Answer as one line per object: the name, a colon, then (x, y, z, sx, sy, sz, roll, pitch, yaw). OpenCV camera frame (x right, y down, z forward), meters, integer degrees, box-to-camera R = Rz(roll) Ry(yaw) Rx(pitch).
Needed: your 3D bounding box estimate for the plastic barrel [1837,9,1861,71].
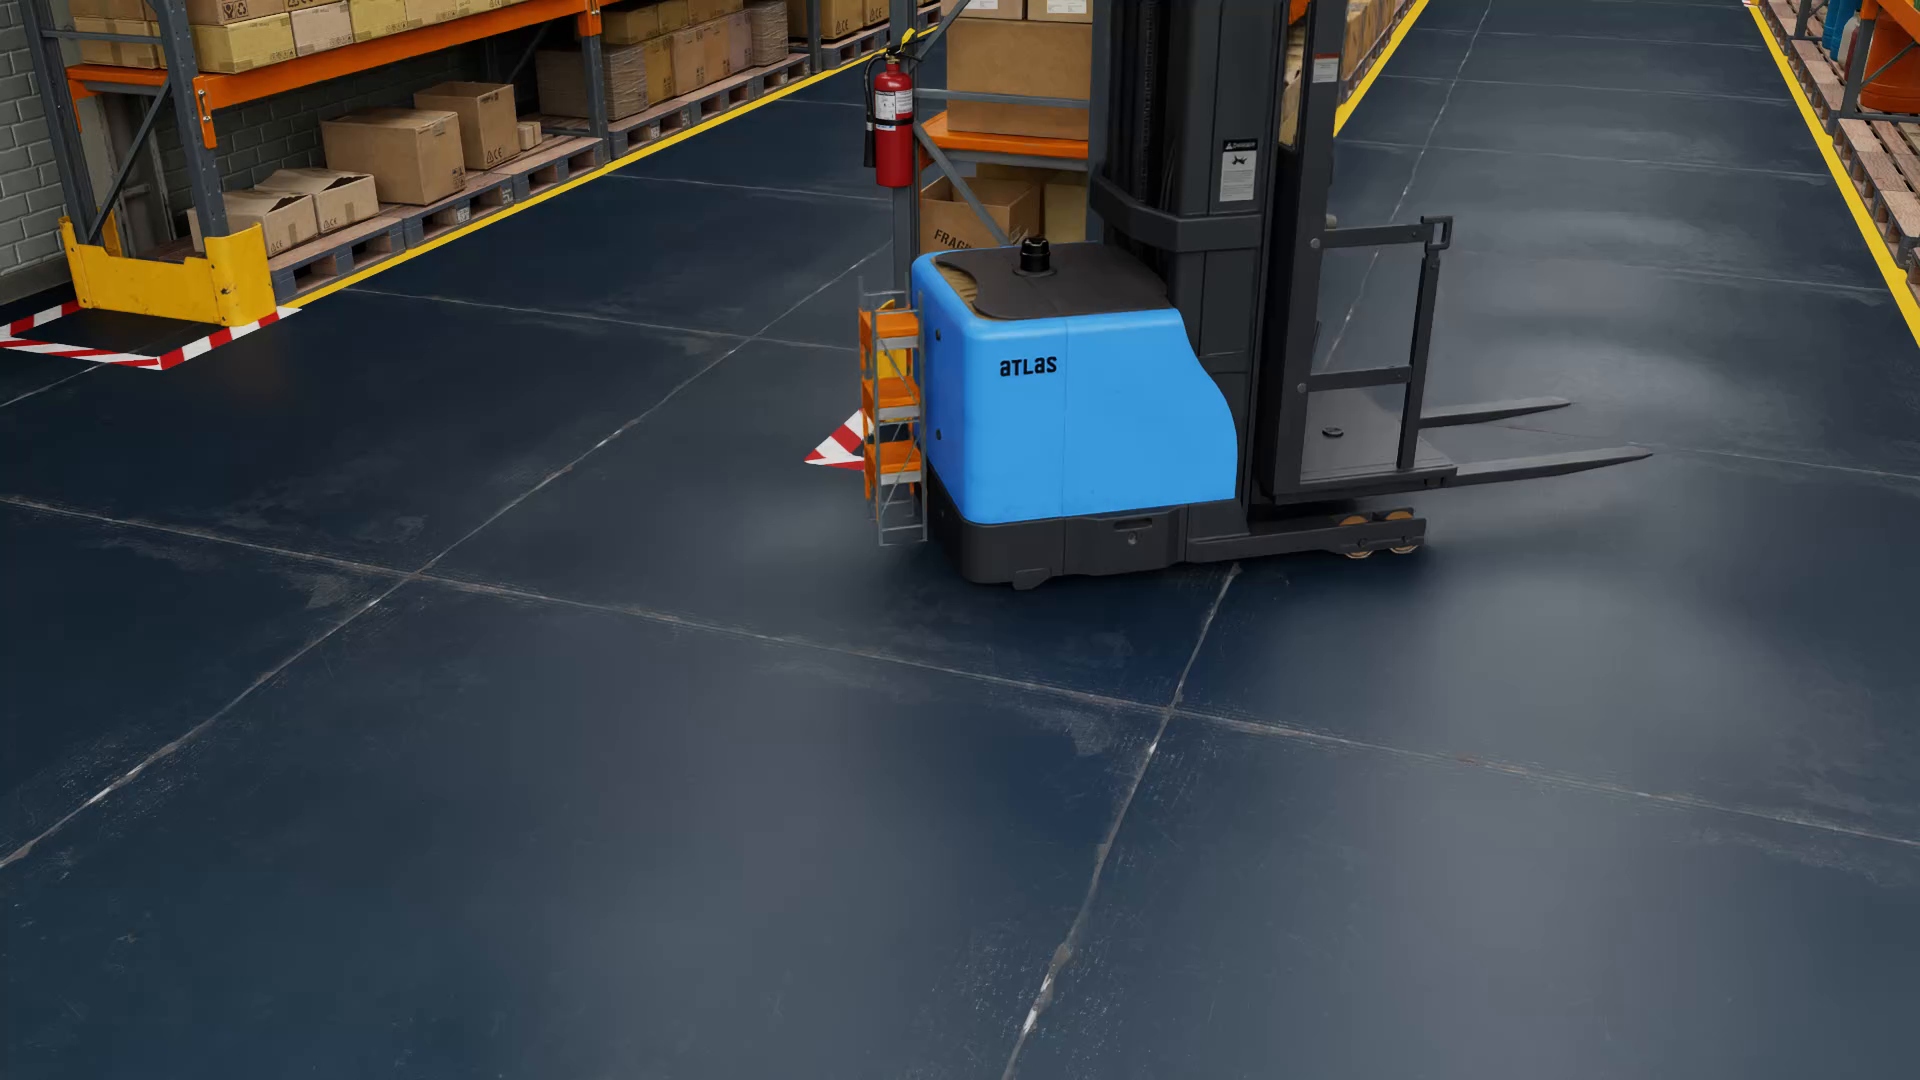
plastic barrel: (8.141, -4.476, 14.925, 0.421, 0.512, 0.421, 0, 26, 0)

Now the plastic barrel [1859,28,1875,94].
plastic barrel: (7.765, -4.012, 13.967, 0.421, 0.512, 0.421, 0, 26, 0)

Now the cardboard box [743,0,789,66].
cardboard box: (-2.018, -4.700, 15.379, 0.700, 0.500, 0.500, 9, 27, 18)

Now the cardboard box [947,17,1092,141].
cardboard box: (0.351, -2.161, 7.657, 0.700, 0.500, 0.500, 9, 27, 17)

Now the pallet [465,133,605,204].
pallet: (-3.349, -2.751, 12.189, 1.003, 0.211, 1.213, 9, 27, 17)

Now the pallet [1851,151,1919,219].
pallet: (6.813, -2.427, 11.519, 1.003, 0.211, 1.213, 9, 27, 17)

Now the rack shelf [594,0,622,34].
rack shelf: (-2.493, -4.785, 14.016, 1.077, 0.370, 4.000, 9, 27, 17)

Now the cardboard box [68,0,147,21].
cardboard box: (-4.533, -3.147, 9.096, 0.500, 0.500, 0.500, 8, 27, 17)

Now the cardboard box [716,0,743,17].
cardboard box: (-2.267, -4.813, 14.751, 0.500, 0.250, 0.500, 9, 27, 18)

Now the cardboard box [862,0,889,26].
cardboard box: (-1.161, -5.794, 17.260, 0.750, 0.750, 0.750, 9, 27, 17)

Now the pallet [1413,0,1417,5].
pallet: (5.218, -6.887, 20.733, 1.003, 0.211, 1.213, 9, 27, 17)

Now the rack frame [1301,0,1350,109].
rack frame: (2.845, -5.214, 14.076, 1.000, 3.000, 0.127, 9, 27, 17)

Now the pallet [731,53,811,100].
pallet: (-2.089, -4.355, 15.502, 1.003, 0.211, 1.213, 9, 27, 17)

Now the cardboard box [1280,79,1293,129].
cardboard box: (2.058, -3.113, 11.766, 0.500, 0.311, 0.500, 8, 27, 17)

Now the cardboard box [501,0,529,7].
cardboard box: (-3.204, -3.786, 11.277, 0.500, 0.250, 0.500, 9, 27, 18)

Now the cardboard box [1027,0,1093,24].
cardboard box: (0.517, -2.393, 7.392, 0.380, 0.149, 0.250, 9, 27, 17)

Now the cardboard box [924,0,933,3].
cardboard box: (-0.590, -6.510, 18.738, 0.750, 0.750, 0.750, 9, 27, 18)

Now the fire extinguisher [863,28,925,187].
fire extinguisher: (-0.294, -1.910, 7.342, 0.296, 0.674, 0.183, 9, 27, 17)

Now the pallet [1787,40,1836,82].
pallet: (8.550, -4.572, 15.950, 1.003, 0.211, 1.213, 9, 27, 17)

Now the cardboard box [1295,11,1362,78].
cardboard box: (3.266, -4.432, 14.826, 0.500, 0.500, 0.500, 10, 28, 20)

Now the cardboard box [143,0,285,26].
cardboard box: (-4.047, -3.075, 8.947, 0.500, 0.500, 0.500, 9, 27, 18)

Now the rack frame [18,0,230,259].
rack frame: (-4.489, -2.643, 8.767, 1.000, 3.000, 0.127, 9, 27, 17)

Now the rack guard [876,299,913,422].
rack guard: (0.175, -0.791, 7.811, 1.175, 0.500, 0.348, 9, 27, 17)

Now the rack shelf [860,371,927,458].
rack shelf: (-0.264, -0.499, 6.598, 0.215, 0.259, 0.240, -7, 27, -12)

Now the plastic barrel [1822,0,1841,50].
plastic barrel: (8.649, -5.161, 15.894, 0.600, 0.901, 0.708, 9, 27, 17)

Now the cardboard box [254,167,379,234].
cardboard box: (-3.985, -2.136, 10.301, 0.500, 0.311, 0.500, 11, 28, 22)

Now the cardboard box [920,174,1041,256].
cardboard box: (0.081, -1.479, 8.175, 0.500, 0.500, 0.500, 9, 27, 17)

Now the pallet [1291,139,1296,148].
pallet: (2.127, -3.126, 12.965, 1.003, 0.211, 1.213, 9, 27, 17)

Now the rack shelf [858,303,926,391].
rack shelf: (-0.266, -0.754, 6.474, 0.215, 0.259, 0.240, -7, 27, -12)

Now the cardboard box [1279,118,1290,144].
cardboard box: (2.053, -2.861, 11.891, 0.500, 0.250, 0.500, 9, 27, 19)

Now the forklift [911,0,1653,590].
forklift: (1.366, -1.461, 6.404, 3.031, 2.935, 1.130, -6, 27, -13)

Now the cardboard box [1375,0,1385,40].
cardboard box: (3.943, -5.278, 16.573, 0.500, 0.500, 0.500, 9, 27, 18)

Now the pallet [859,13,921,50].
pallet: (-1.086, -5.488, 17.843, 1.003, 0.211, 1.213, 9, 27, 17)

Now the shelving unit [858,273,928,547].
shelving unit: (-0.264, -0.508, 6.593, 0.215, 1.050, 0.252, -7, 27, -12)

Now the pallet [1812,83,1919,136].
pallet: (7.738, -3.569, 13.879, 1.003, 0.211, 1.213, 9, 27, 17)

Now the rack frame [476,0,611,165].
rack frame: (-3.158, -4.287, 12.162, 1.000, 3.000, 0.127, 9, 27, 17)

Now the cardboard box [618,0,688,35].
cardboard box: (-2.616, -4.398, 13.895, 0.500, 0.250, 0.500, 8, 27, 16)

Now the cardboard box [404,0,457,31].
cardboard box: (-3.523, -3.370, 10.418, 0.500, 0.250, 0.500, 9, 27, 18)

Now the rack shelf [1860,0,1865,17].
rack shelf: (8.181, -4.992, 14.444, 1.077, 0.370, 4.000, 9, 27, 17)

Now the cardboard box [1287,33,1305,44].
cardboard box: (2.736, -3.952, 13.500, 0.500, 0.311, 0.500, 8, 27, 17)

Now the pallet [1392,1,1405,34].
pallet: (4.406, -5.885, 18.662, 1.003, 0.211, 1.213, 9, 27, 17)

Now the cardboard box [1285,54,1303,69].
cardboard box: (2.397, -3.540, 12.648, 0.500, 0.311, 0.500, 10, 27, 19)

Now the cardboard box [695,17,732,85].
cardboard box: (-2.437, -4.297, 14.546, 0.700, 0.500, 0.500, 9, 27, 17)

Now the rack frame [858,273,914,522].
rack frame: (-0.294, -0.560, 6.700, 0.200, 1.050, 0.008, -7, 27, -12)

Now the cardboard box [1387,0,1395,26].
cardboard box: (4.282, -5.686, 17.416, 0.500, 0.500, 0.500, 9, 27, 17)

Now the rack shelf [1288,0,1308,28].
rack shelf: (2.180, -4.068, 12.536, 1.077, 0.370, 4.000, 9, 27, 17)

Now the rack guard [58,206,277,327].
rack guard: (-4.464, -1.549, 9.376, 1.175, 0.500, 0.348, 9, 27, 17)

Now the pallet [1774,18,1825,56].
pallet: (9.054, -5.191, 17.228, 1.003, 0.211, 1.213, 9, 27, 17)

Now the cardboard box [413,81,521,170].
cardboard box: (-3.466, -2.928, 11.718, 0.500, 0.500, 0.500, 7, 27, 14)

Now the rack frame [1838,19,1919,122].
rack frame: (7.515, -4.494, 12.590, 1.000, 3.000, 0.127, 9, 27, 17)

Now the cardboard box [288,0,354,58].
cardboard box: (-3.868, -2.955, 9.559, 0.500, 0.250, 0.500, 8, 27, 16)

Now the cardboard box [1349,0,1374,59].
cardboard box: (3.607, -4.854, 15.696, 0.500, 0.500, 0.500, 8, 27, 17)

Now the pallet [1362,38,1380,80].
pallet: (3.537, -4.760, 16.338, 1.003, 0.211, 1.213, 9, 27, 17)

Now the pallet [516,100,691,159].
pallet: (-2.901, -3.352, 13.431, 1.003, 0.211, 1.213, 9, 27, 17)

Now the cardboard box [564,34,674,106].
cardboard box: (-2.805, -3.884, 13.694, 0.700, 0.500, 0.500, 8, 27, 16)

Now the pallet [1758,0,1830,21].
pallet: (9.866, -6.193, 19.299, 1.003, 0.211, 1.213, 9, 27, 17)

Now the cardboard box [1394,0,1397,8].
cardboard box: (4.520, -5.987, 18.253, 0.500, 0.311, 0.500, 9, 27, 17)
